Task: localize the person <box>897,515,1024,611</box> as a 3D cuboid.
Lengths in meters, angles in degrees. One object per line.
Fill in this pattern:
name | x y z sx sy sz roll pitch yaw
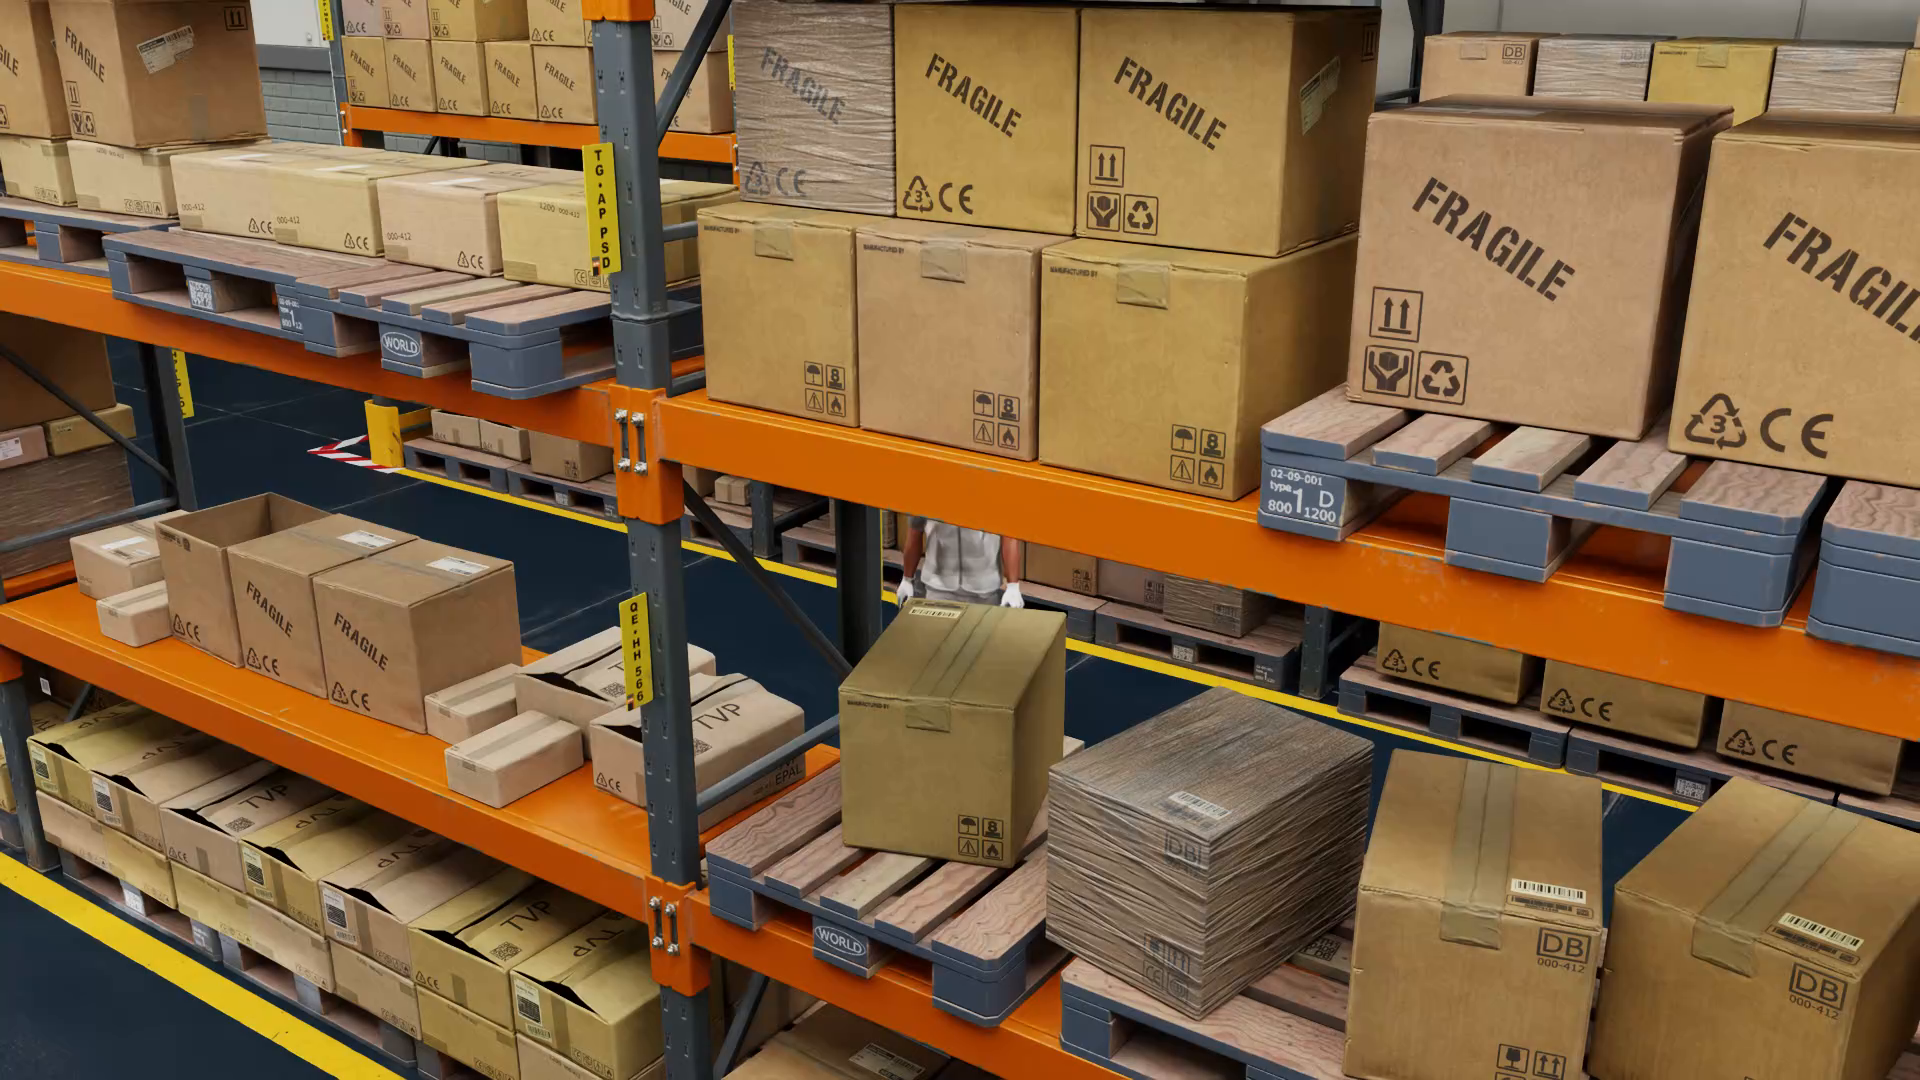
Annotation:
person | -0.002 0.234 8.393 0.650 1.765 0.988 0 20 1
